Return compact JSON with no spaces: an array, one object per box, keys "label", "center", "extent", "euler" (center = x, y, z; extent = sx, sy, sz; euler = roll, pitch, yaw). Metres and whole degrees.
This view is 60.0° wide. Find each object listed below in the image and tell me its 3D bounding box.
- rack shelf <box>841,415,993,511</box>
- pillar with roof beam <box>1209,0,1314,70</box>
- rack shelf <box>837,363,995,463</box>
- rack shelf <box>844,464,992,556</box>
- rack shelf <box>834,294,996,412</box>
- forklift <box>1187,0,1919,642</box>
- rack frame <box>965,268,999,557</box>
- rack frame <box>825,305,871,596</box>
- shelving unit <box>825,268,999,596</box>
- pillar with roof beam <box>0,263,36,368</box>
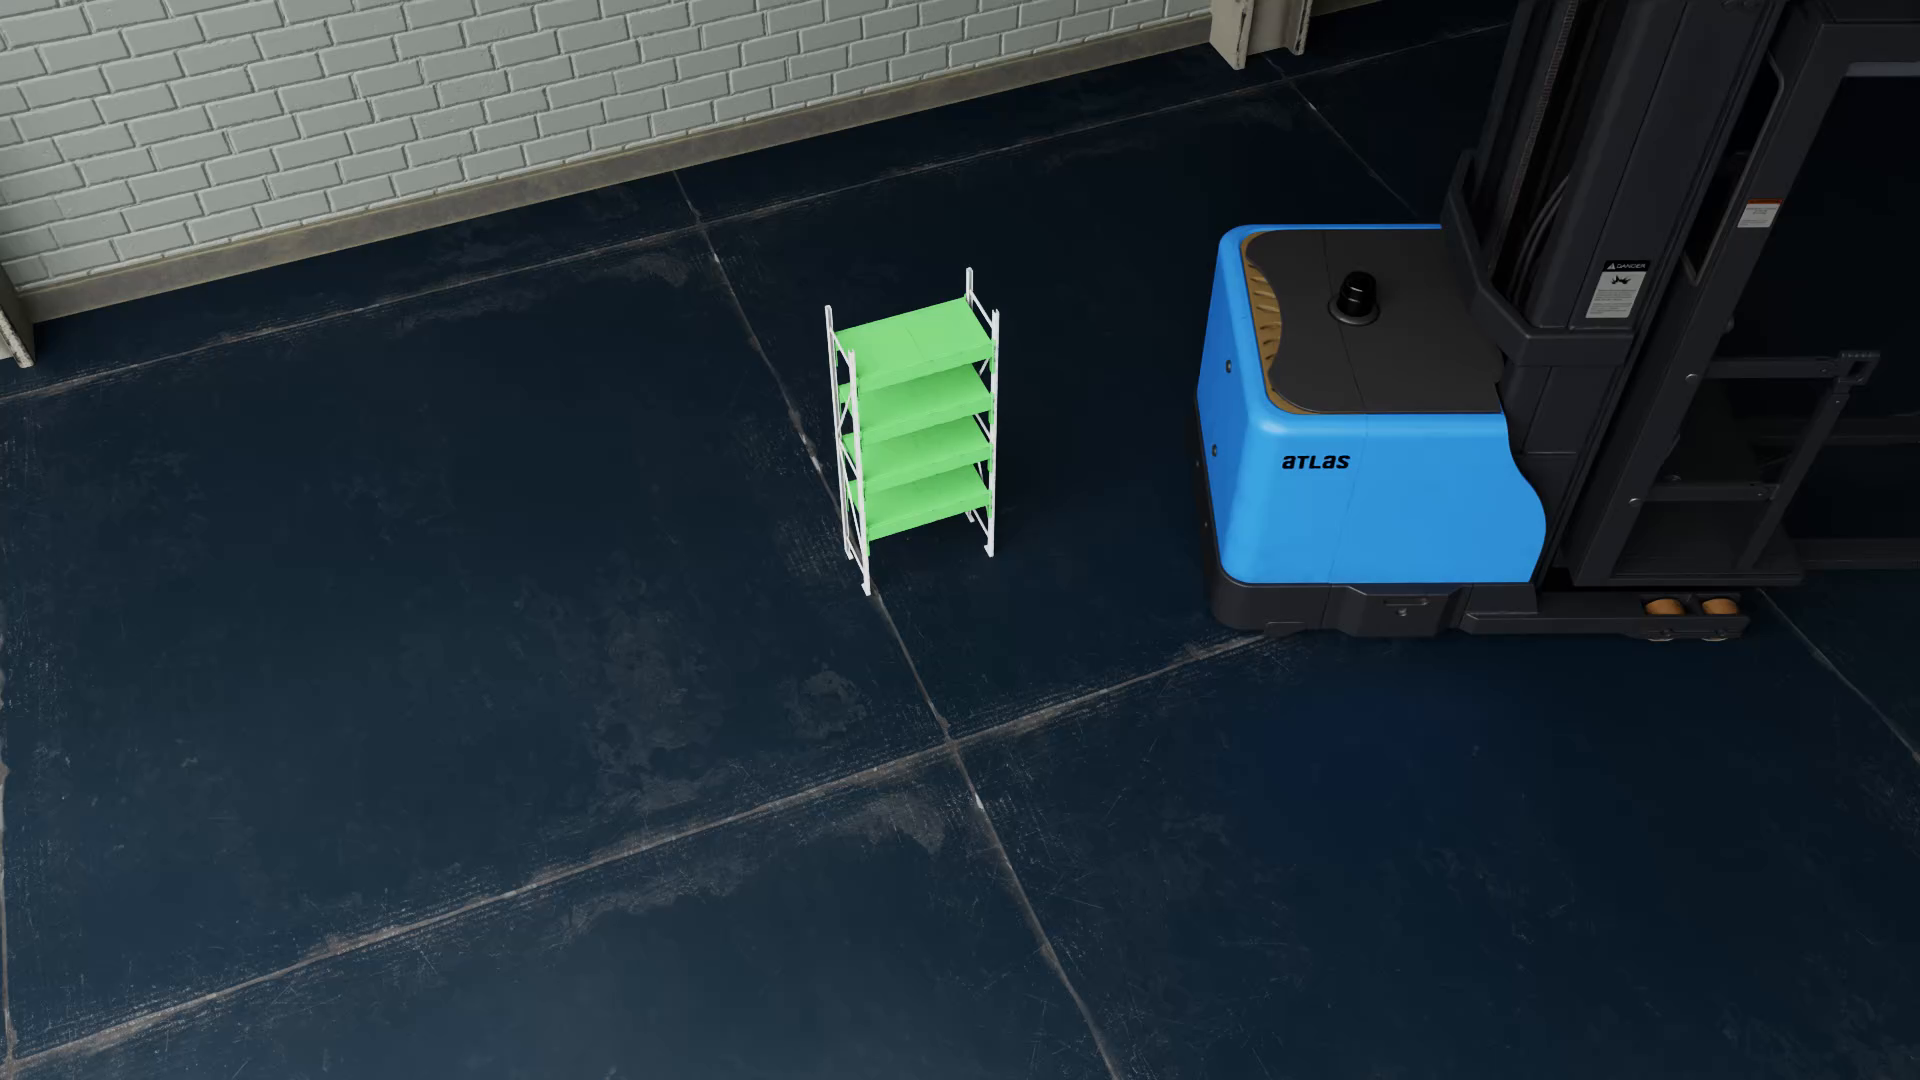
[{"label":"rack shelf","center":[-0.153,-0.302,5.802],"extent":[0.480,0.148,0.258],"euler":[-17,52,-14]},{"label":"pillar with roof beam","center":[3.119,-2.405,2.383],"extent":[0.400,9.000,9.100],"euler":[-17,52,-14]},{"label":"rack shelf","center":[-0.153,-0.458,5.620],"extent":[0.480,0.148,0.258],"euler":[-17,52,-14]},{"label":"rack shelf","center":[-0.153,-0.145,5.985],"extent":[0.480,0.148,0.258],"euler":[-17,52,-14]},{"label":"rack shelf","center":[-0.153,-0.614,5.438],"extent":[0.480,0.148,0.258],"euler":[-17,52,-14]},{"label":"forklift","center":[2.405,-0.998,5.175],"extent":[3.031,2.935,1.130],"euler":[0,49,0]},{"label":"rack frame","center":[0.073,-0.413,5.814],"extent":[0.015,1.200,0.240],"euler":[-17,52,-14]},{"label":"rack frame","center":[-0.379,-0.273,5.694],"extent":[0.015,1.200,0.240],"euler":[-17,52,-14]},{"label":"shelving unit","center":[-0.153,-0.343,5.754],"extent":[0.503,1.200,0.258],"euler":[-17,52,-14]},{"label":"pillar with roof beam","center":[-2.436,-0.683,0.905],"extent":[0.400,9.000,9.100],"euler":[-17,52,-14]}]
